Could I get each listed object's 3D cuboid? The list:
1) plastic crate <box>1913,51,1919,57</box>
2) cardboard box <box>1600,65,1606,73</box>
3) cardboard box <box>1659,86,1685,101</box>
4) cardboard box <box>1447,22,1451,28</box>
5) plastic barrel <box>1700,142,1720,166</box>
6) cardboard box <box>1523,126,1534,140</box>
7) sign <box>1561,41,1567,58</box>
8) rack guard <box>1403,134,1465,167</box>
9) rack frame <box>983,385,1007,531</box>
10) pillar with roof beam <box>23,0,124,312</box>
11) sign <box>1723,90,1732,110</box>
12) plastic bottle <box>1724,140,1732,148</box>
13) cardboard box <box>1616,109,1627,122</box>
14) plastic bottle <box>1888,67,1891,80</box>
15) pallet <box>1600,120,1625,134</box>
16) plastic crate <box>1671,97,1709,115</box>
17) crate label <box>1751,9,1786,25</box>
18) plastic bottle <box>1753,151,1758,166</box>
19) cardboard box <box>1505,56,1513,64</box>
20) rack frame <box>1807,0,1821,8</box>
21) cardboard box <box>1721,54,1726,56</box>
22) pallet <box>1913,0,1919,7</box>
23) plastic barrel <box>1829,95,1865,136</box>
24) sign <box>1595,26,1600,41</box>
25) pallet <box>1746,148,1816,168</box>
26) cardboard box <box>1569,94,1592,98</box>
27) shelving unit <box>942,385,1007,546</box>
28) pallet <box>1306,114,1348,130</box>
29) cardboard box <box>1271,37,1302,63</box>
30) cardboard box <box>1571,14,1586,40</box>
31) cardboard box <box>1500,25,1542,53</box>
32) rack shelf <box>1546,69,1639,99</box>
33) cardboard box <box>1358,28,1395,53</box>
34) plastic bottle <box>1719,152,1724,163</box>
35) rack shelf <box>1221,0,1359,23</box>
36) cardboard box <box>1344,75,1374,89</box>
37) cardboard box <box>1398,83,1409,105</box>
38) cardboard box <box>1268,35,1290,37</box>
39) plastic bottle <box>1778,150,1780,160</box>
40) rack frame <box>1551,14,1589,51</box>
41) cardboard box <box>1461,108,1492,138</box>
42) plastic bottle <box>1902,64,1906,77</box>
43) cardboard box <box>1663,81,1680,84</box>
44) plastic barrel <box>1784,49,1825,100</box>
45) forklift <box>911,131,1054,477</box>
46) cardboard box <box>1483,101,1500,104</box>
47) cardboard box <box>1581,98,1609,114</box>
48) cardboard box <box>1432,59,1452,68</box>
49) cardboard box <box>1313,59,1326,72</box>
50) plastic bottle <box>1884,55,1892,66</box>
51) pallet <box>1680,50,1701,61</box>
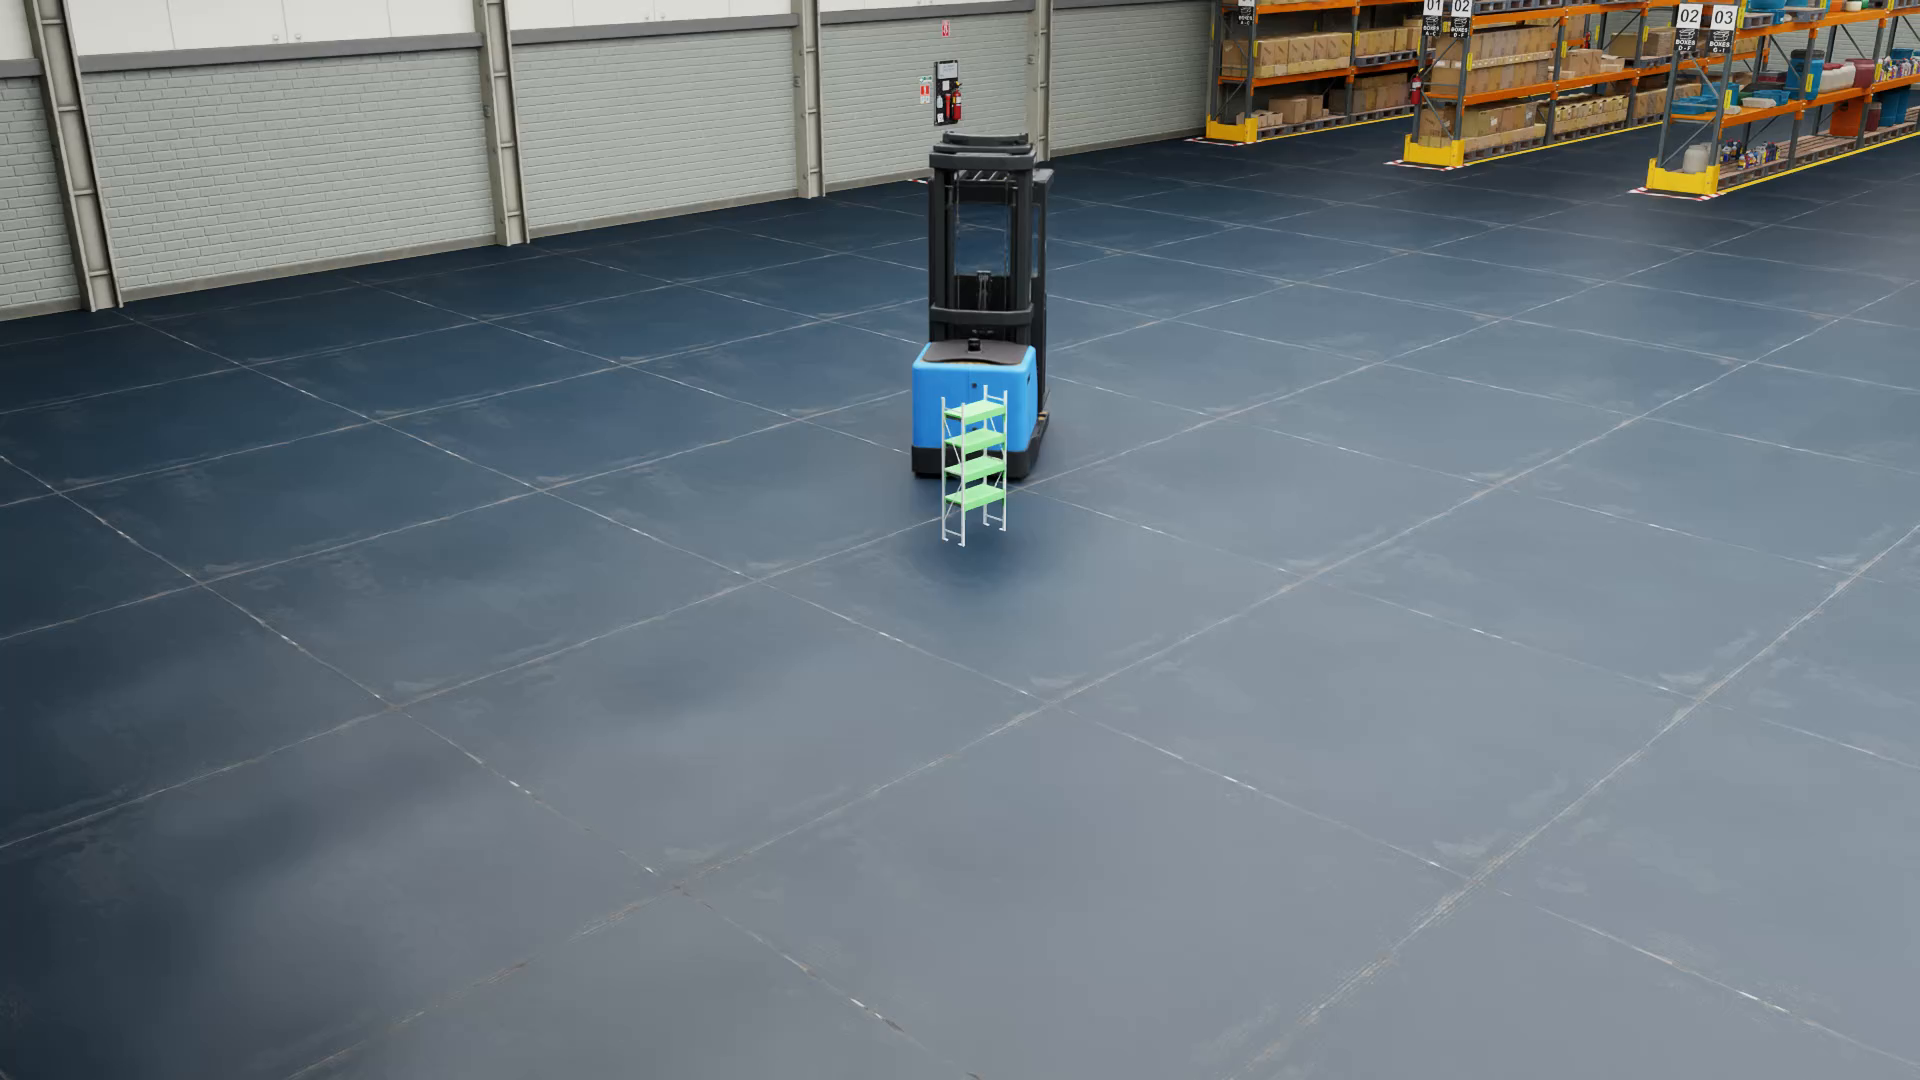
[{"bbox_3d":[22.602,-11.343,39.056,0.416,0.233,0.300,19,28,41],"label":"plastic crate"},{"bbox_3d":[14.161,-10.515,37.102,0.250,0.149,0.380,-18,27,-38],"label":"cardboard box"},{"bbox_3d":[16.961,-10.589,39.814,0.500,0.500,0.500,20,29,41],"label":"cardboard box"},{"bbox_3d":[11.980,-12.818,41.115,0.500,0.250,0.500,-19,28,-41],"label":"cardboard box"},{"bbox_3d":[13.730,-7.029,30.564,0.421,0.512,0.421,0,21,0],"label":"plastic barrel"},{"bbox_3d":[11.697,-8.559,34.908,0.500,0.250,0.500,19,28,41],"label":"cardboard box"},{"bbox_3d":[12.619,-10.249,34.741,0.100,0.325,0.005,19,28,41],"label":"sign"},{"bbox_3d":[9.413,-7.745,33.028,1.175,0.500,0.348,19,28,41],"label":"rack guard"},{"bbox_3d":[0.286,-0.665,13.633,0.240,1.200,0.015,19,28,41],"label":"rack frame"},{"bbox_3d":[-7.912,-6.107,16.920,9.100,9.000,0.400,19,28,41],"label":"pillar with roof beam"},{"bbox_3d":[13.367,-7.668,28.957,0.100,0.325,0.005,19,28,41],"label":"sign"},{"bbox_3d":[14.775,-7.522,32.043,0.144,0.351,0.185,18,27,38],"label":"plastic bottle"},{"bbox_3d":[14.818,-9.691,37.853,0.500,0.250,0.500,-19,28,-41],"label":"cardboard box"},{"bbox_3d":[19.768,-9.939,35.433,0.097,0.271,0.097,0,21,0],"label":"plastic bottle"},{"bbox_3d":[14.408,-9.471,37.921,1.003,0.211,1.213,19,28,41],"label":"pallet"},{"bbox_3d":[13.111,-7.811,29.924,0.499,0.251,0.616,19,28,41],"label":"plastic crate"},{"bbox_3d":[14.519,-9.406,29.893,0.502,0.251,0.408,19,28,41],"label":"crate label"},{"bbox_3d":[14.915,-7.163,31.220,0.097,0.271,0.097,0,21,0],"label":"plastic bottle"},{"bbox_3d":[10.931,-9.709,33.611,0.380,0.149,0.250,20,28,41],"label":"cardboard box"},{"bbox_3d":[15.767,-11.506,30.967,1.000,3.000,0.127,19,28,41],"label":"rack frame"},{"bbox_3d":[18.707,-12.245,41.111,0.500,0.500,0.500,-20,28,-41],"label":"cardboard box"},{"bbox_3d":[20.082,-11.556,35.541,1.003,0.211,1.213,19,28,41],"label":"pallet"},{"bbox_3d":[18.886,-9.047,35.370,0.600,0.830,0.708,19,28,41],"label":"plastic barrel"},{"bbox_3d":[14.615,-11.611,38.100,0.100,0.325,0.005,19,28,41],"label":"sign"},{"bbox_3d":[16.287,-7.615,33.094,1.003,0.211,1.213,19,28,41],"label":"pallet"},{"bbox_3d":[14.074,-9.950,37.748,0.500,0.311,0.500,18,28,39],"label":"cardboard box"},{"bbox_3d":[0.115,-0.603,13.470,0.258,1.200,0.503,19,28,41],"label":"shelving unit"},{"bbox_3d":[8.225,-9.702,38.522,1.003,0.211,1.213,19,28,41],"label":"pallet"},{"bbox_3d":[7.143,-10.749,36.497,0.500,0.500,0.500,18,27,39],"label":"cardboard box"},{"bbox_3d":[16.691,-14.276,46.118,0.700,0.700,0.980,-19,28,-40],"label":"cardboard box"},{"bbox_3d":[11.564,-10.353,34.381,0.700,0.500,0.500,19,28,41],"label":"cardboard box"},{"bbox_3d":[13.615,-10.125,36.737,1.077,0.370,4.000,19,28,41],"label":"rack shelf"},{"bbox_3d":[9.880,-11.878,39.545,0.500,0.500,0.700,-16,26,-35],"label":"cardboard box"},{"bbox_3d":[14.465,-7.276,31.612,0.097,0.201,0.097,0,21,0],"label":"plastic bottle"},{"bbox_3d":[7.273,-11.735,36.747,1.077,0.370,4.000,19,28,41],"label":"rack shelf"},{"bbox_3d":[9.475,-10.881,39.529,0.500,0.250,0.500,19,28,40],"label":"cardboard box"},{"bbox_3d":[10.551,-10.950,40.754,0.700,0.500,0.500,19,28,41],"label":"cardboard box"},{"bbox_3d":[7.122,-11.011,37.177,0.500,0.500,0.500,-20,29,-41],"label":"cardboard box"},{"bbox_3d":[15.737,-7.433,32.020,0.097,0.201,0.097,0,21,0],"label":"plastic bottle"},{"bbox_3d":[17.040,-14.270,46.519,1.000,3.000,0.127,19,28,41],"label":"rack frame"},{"bbox_3d":[10.311,-8.392,33.429,0.500,0.500,0.500,19,28,41],"label":"cardboard box"},{"bbox_3d":[20.442,-10.204,36.115,0.152,0.276,0.135,19,28,41],"label":"plastic bottle"},{"bbox_3d":[17.289,-10.978,40.826,0.500,0.500,0.500,18,27,38],"label":"cardboard box"},{"bbox_3d":[16.253,-8.963,32.014,0.600,0.901,0.708,19,28,41],"label":"plastic barrel"},{"bbox_3d":[0.289,-2.417,15.779,1.130,2.935,3.031,3,21,8],"label":"forklift"},{"bbox_3d":[10.975,-8.911,34.779,0.500,0.500,0.500,19,28,41],"label":"cardboard box"},{"bbox_3d":[14.110,-9.688,37.065,0.500,0.311,0.500,19,28,40],"label":"cardboard box"},{"bbox_3d":[9.560,-9.413,32.841,0.380,0.149,0.250,19,28,40],"label":"cardboard box"},{"bbox_3d":[7.862,-10.668,37.329,0.500,0.250,0.500,19,28,40],"label":"cardboard box"},{"bbox_3d":[20.842,-10.719,37.351,0.144,0.351,0.185,19,28,41],"label":"plastic bottle"},{"bbox_3d":[17.165,-11.735,40.192,1.003,0.211,1.213,19,28,41],"label":"pallet"}]
